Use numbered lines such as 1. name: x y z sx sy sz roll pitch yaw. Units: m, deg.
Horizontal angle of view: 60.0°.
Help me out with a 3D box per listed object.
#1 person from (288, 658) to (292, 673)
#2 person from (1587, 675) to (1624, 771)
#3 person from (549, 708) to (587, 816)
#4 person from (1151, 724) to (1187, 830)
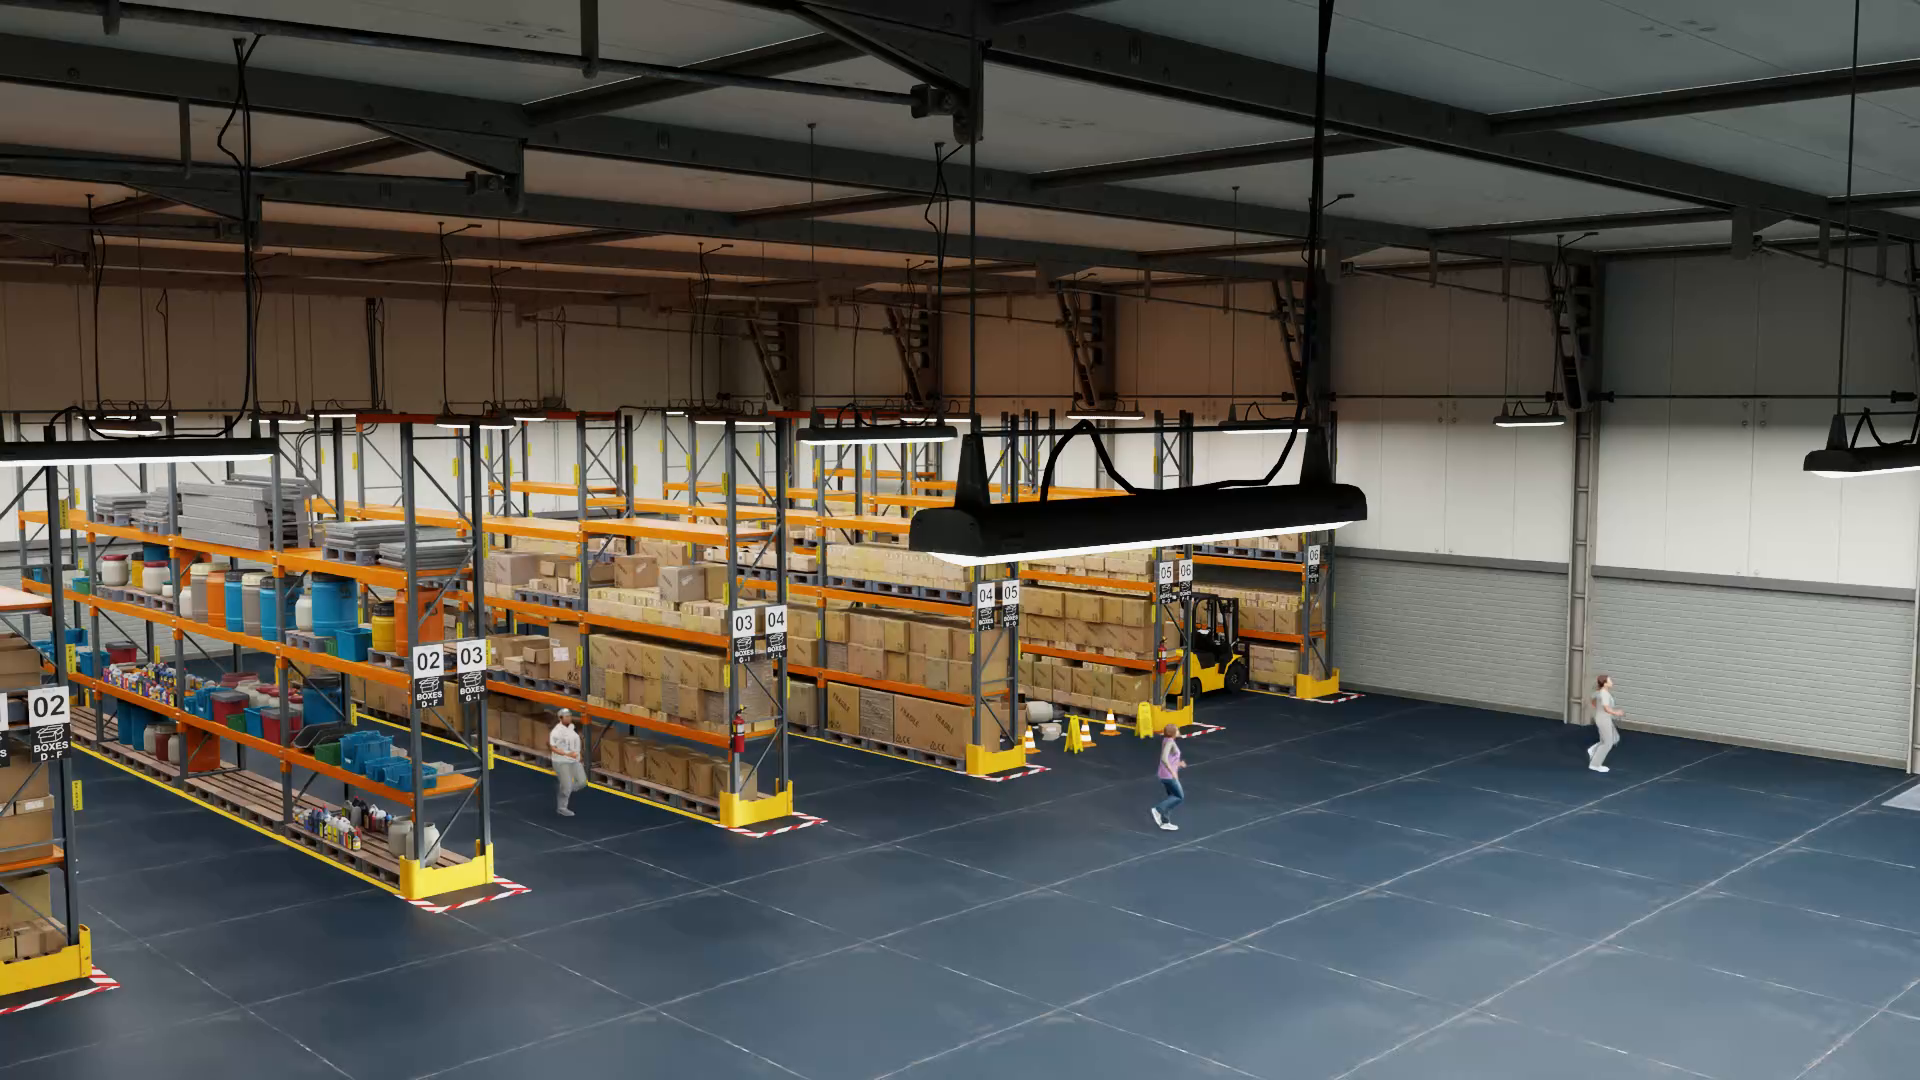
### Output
1. person: -14.820 2.335 37.056 0.577 1.531 0.545 -3 6 -31
2. person: 10.892 3.078 28.038 0.542 1.640 0.612 1 5 11
3. person: -5.911 3.348 25.117 0.523 1.628 0.605 3 6 30
4. person: 3.055 3.452 24.289 0.569 1.569 0.527 0 5 -3
